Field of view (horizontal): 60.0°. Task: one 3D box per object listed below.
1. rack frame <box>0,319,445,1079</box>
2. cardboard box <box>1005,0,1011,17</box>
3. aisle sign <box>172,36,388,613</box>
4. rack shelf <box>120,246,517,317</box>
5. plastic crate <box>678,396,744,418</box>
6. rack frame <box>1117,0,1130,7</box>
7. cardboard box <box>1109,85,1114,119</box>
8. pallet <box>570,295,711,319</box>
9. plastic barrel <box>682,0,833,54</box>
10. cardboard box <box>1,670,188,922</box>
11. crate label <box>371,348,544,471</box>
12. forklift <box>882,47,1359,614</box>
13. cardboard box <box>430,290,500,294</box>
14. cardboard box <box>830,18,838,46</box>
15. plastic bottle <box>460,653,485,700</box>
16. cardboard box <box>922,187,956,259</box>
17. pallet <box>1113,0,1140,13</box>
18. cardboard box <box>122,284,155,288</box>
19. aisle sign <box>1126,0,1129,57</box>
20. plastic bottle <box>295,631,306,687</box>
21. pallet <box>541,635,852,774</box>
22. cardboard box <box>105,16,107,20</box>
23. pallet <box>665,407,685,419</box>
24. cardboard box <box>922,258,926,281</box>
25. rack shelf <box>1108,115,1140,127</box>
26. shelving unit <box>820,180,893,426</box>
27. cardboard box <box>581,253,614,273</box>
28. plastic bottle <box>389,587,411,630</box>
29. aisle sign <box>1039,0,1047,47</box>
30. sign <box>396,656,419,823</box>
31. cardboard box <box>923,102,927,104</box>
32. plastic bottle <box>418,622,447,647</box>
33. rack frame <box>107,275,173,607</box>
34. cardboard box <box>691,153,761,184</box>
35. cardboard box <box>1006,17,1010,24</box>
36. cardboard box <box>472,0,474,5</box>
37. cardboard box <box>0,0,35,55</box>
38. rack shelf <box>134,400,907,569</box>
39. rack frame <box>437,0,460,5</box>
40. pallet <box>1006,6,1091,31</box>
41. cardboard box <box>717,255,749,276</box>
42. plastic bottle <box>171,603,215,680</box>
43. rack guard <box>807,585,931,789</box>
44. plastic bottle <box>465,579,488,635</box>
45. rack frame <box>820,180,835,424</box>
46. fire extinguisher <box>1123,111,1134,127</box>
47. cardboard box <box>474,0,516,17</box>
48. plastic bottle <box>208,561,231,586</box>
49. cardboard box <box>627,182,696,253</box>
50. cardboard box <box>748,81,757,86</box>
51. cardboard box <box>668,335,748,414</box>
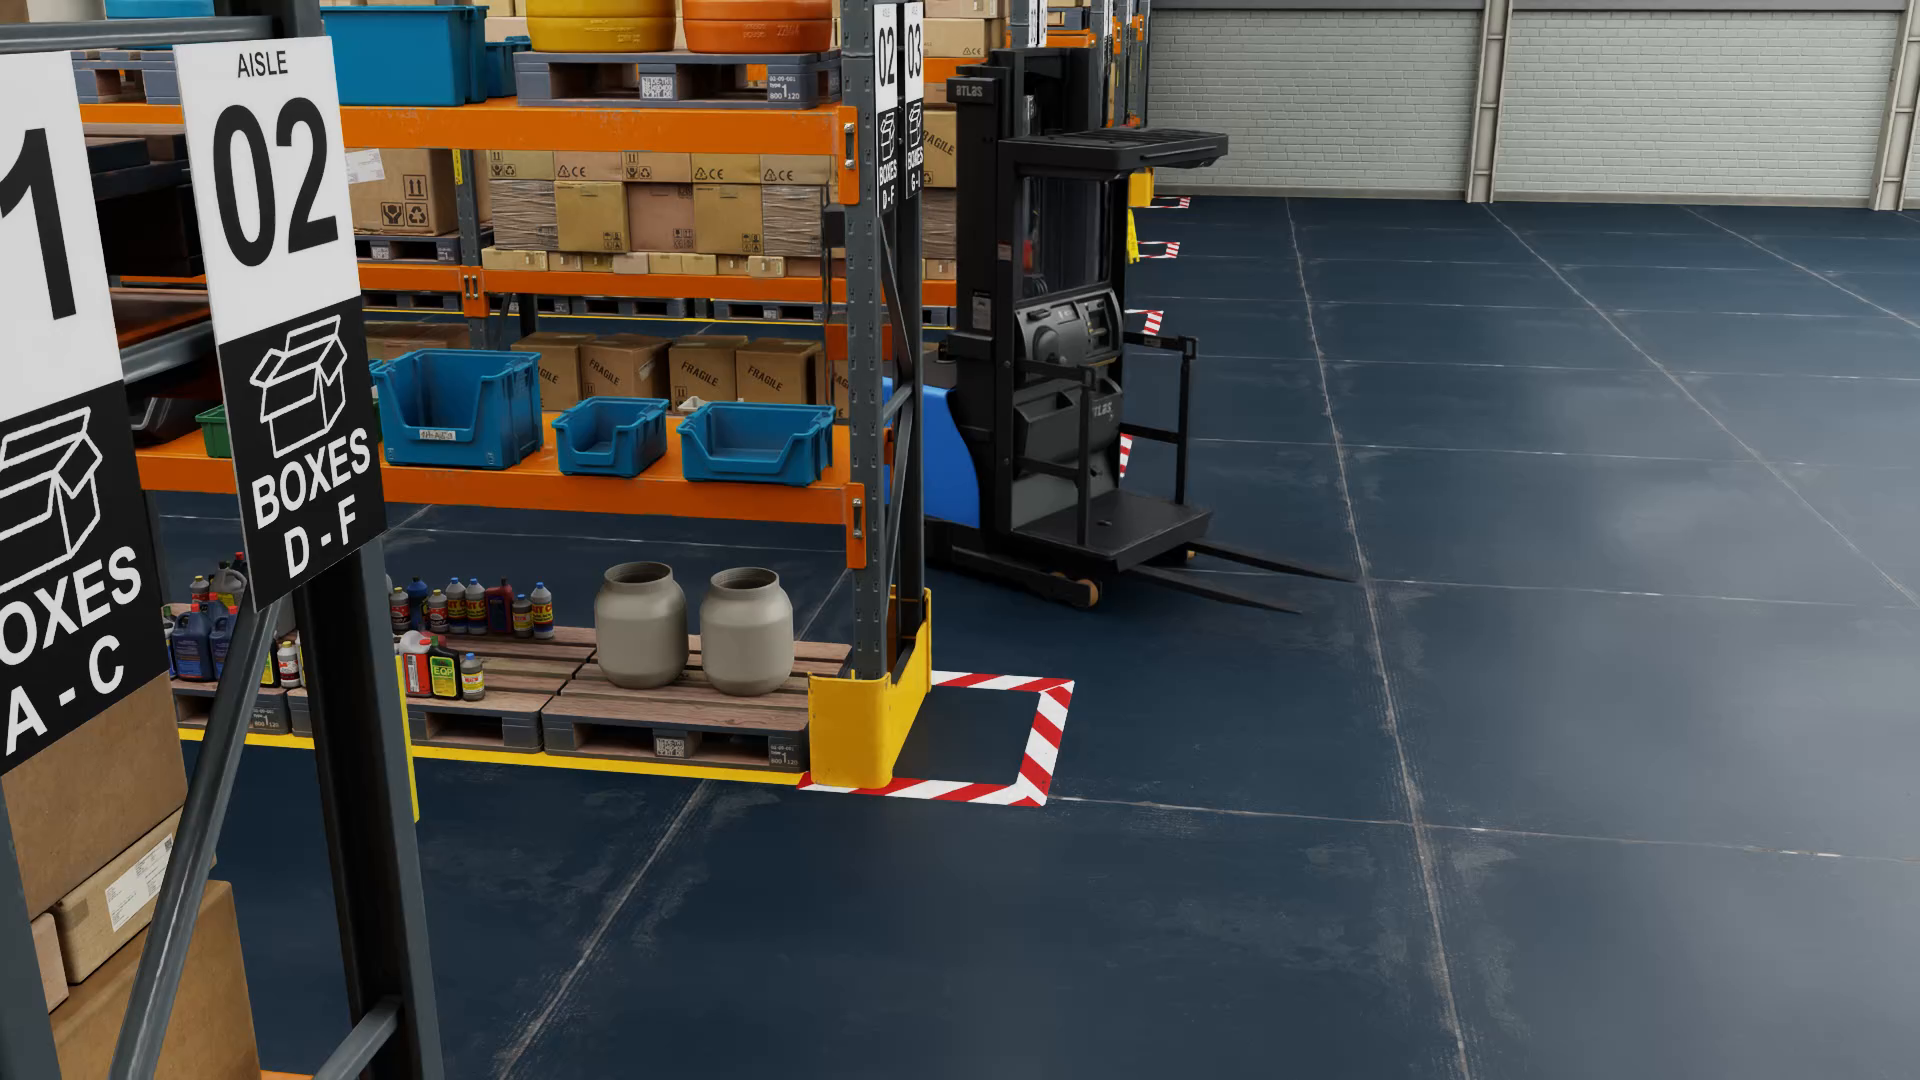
[{"bbox_3d":[-1.100,0.996,2.598,0.127,3.000,1.000,3,19,9],"label":"rack frame"},{"bbox_3d":[0.239,-3.734,11.616,0.250,0.149,0.380,3,19,8],"label":"cardboard box"},{"bbox_3d":[-0.987,-0.329,2.463,0.004,0.787,0.394,3,19,9],"label":"aisle sign"},{"bbox_3d":[-5.450,-2.068,12.890,4.000,0.370,1.077,3,19,9],"label":"rack shelf"},{"bbox_3d":[-1.144,-0.576,7.713,0.250,0.136,0.298,3,19,9],"label":"plastic crate"},{"bbox_3d":[2.046,-8.057,20.200,0.127,3.000,1.000,3,19,9],"label":"rack frame"},{"bbox_3d":[2.302,-6.757,25.612,0.500,0.500,0.500,3,19,7],"label":"cardboard box"},{"bbox_3d":[-3.362,-2.550,17.592,1.213,0.211,1.003,3,19,9],"label":"pallet"},{"bbox_3d":[-0.811,-2.365,6.579,0.708,0.830,0.600,3,19,9],"label":"plastic barrel"},{"bbox_3d":[-1.612,0.303,2.467,0.500,0.500,0.700,3,19,9],"label":"cardboard box"},{"bbox_3d":[-2.171,-0.580,7.254,0.616,0.435,0.502,3,19,9],"label":"crate label"},{"bbox_3d":[0.782,-1.196,9.258,3.031,2.935,1.130,15,24,37],"label":"forklift"},{"bbox_3d":[-5.087,-3.089,17.691,0.750,0.750,1.050,3,19,9],"label":"cardboard box"},{"bbox_3d":[-1.040,-3.456,11.413,0.500,0.250,0.500,3,19,10],"label":"cardboard box"},{"bbox_3d":[-2.194,0.608,7.476,0.097,0.201,0.097,0,18,0],"label":"plastic bottle"},{"bbox_3d":[-0.064,-2.332,11.918,0.500,0.500,0.875,3,19,9],"label":"cardboard box"},{"bbox_3d":[2.136,-8.191,25.469,1.213,0.211,1.003,3,19,9],"label":"pallet"},{"bbox_3d":[-6.758,-1.864,13.212,0.500,0.250,0.500,4,19,11],"label":"cardboard box"},{"bbox_3d":[2.062,-6.351,20.459,0.004,0.787,0.394,3,19,9],"label":"aisle sign"},{"bbox_3d":[-2.923,0.492,7.585,0.185,0.351,0.144,3,19,8],"label":"plastic bottle"},{"bbox_3d":[-1.195,0.735,7.773,1.213,0.211,1.003,3,19,9],"label":"pallet"},{"bbox_3d":[-5.985,-3.709,12.169,0.500,0.250,0.500,3,19,10],"label":"cardboard box"},{"bbox_3d":[-1.598,-0.903,12.668,1.213,0.211,1.003,3,19,9],"label":"pallet"},{"bbox_3d":[-0.341,-1.947,11.790,0.250,0.149,0.380,3,19,9],"label":"cardboard box"},{"bbox_3d":[0.855,-6.526,26.215,4.000,0.370,1.077,3,19,9],"label":"rack shelf"},{"bbox_3d":[-0.593,-1.202,10.586,0.503,2.100,0.431,0,19,1],"label":"shelving unit"},{"bbox_3d":[-2.566,-2.054,12.110,0.250,0.149,0.380,3,19,9],"label":"cardboard box"},{"bbox_3d":[-2.790,0.337,8.287,0.097,0.201,0.097,0,18,0],"label":"plastic bottle"},{"bbox_3d":[0.583,-3.431,11.732,0.004,0.787,0.394,3,19,9],"label":"aisle sign"},{"bbox_3d":[-1.007,0.375,2.967,0.005,0.325,0.100,3,19,9],"label":"sign"},{"bbox_3d":[-0.518,-2.910,12.071,0.500,0.500,0.500,3,19,9],"label":"cardboard box"},{"bbox_3d":[-2.422,0.514,7.626,0.133,0.283,0.061,3,19,9],"label":"plastic bottle"},{"bbox_3d":[-4.260,-0.757,7.837,0.127,3.000,1.000,3,19,9],"label":"rack frame"},{"bbox_3d":[-1.588,-2.797,11.733,0.500,0.500,0.500,3,19,9],"label":"cardboard box"},{"bbox_3d":[0.649,-6.503,20.680,0.250,0.149,0.380,3,19,8],"label":"cardboard box"},{"bbox_3d":[-4.856,-5.529,16.694,0.500,0.311,0.500,3,19,8],"label":"cardboard box"},{"bbox_3d":[-1.667,-0.771,2.107,0.637,0.503,0.797,4,19,12],"label":"cardboard box"},{"bbox_3d":[-2.286,-0.315,7.650,4.000,0.370,1.077,3,19,9],"label":"rack shelf"},{"bbox_3d":[-3.475,-5.153,11.523,0.127,3.000,1.000,3,19,9],"label":"rack frame"},{"bbox_3d":[0.627,-5.070,16.142,1.213,0.211,1.003,3,19,9],"label":"pallet"},{"bbox_3d":[-1.573,-2.015,11.992,0.250,0.149,0.380,3,19,9],"label":"cardboard box"},{"bbox_3d":[-3.529,0.462,7.678,0.185,0.351,0.144,3,19,10],"label":"plastic bottle"},{"bbox_3d":[-0.394,0.641,7.600,0.348,0.500,1.175,3,19,9],"label":"rack guard"},{"bbox_3d":[-2.390,0.324,8.215,0.097,0.271,0.097,0,18,0],"label":"plastic bottle"},{"bbox_3d":[-0.837,-1.204,10.592,0.015,2.100,0.400,0,19,1],"label":"rack frame"},{"bbox_3d":[2.086,-5.025,20.716,0.183,0.674,0.296,3,19,9],"label":"fire extinguisher"},{"bbox_3d":[-3.203,-3.736,11.622,0.250,0.149,0.380,2,19,7],"label":"cardboard box"},{"bbox_3d":[-3.733,0.244,8.435,0.133,0.283,0.061,4,19,11],"label":"plastic bottle"},{"bbox_3d":[-2.043,-2.425,12.197,0.500,0.500,0.875,3,19,9],"label":"cardboard box"},{"bbox_3d":[-2.230,-4.411,16.821,0.550,0.550,0.875,3,19,9],"label":"cardboard box"},{"bbox_3d":[-1.894,-1.256,12.608,0.500,0.500,0.500,1,19,4],"label":"cardboard box"}]
